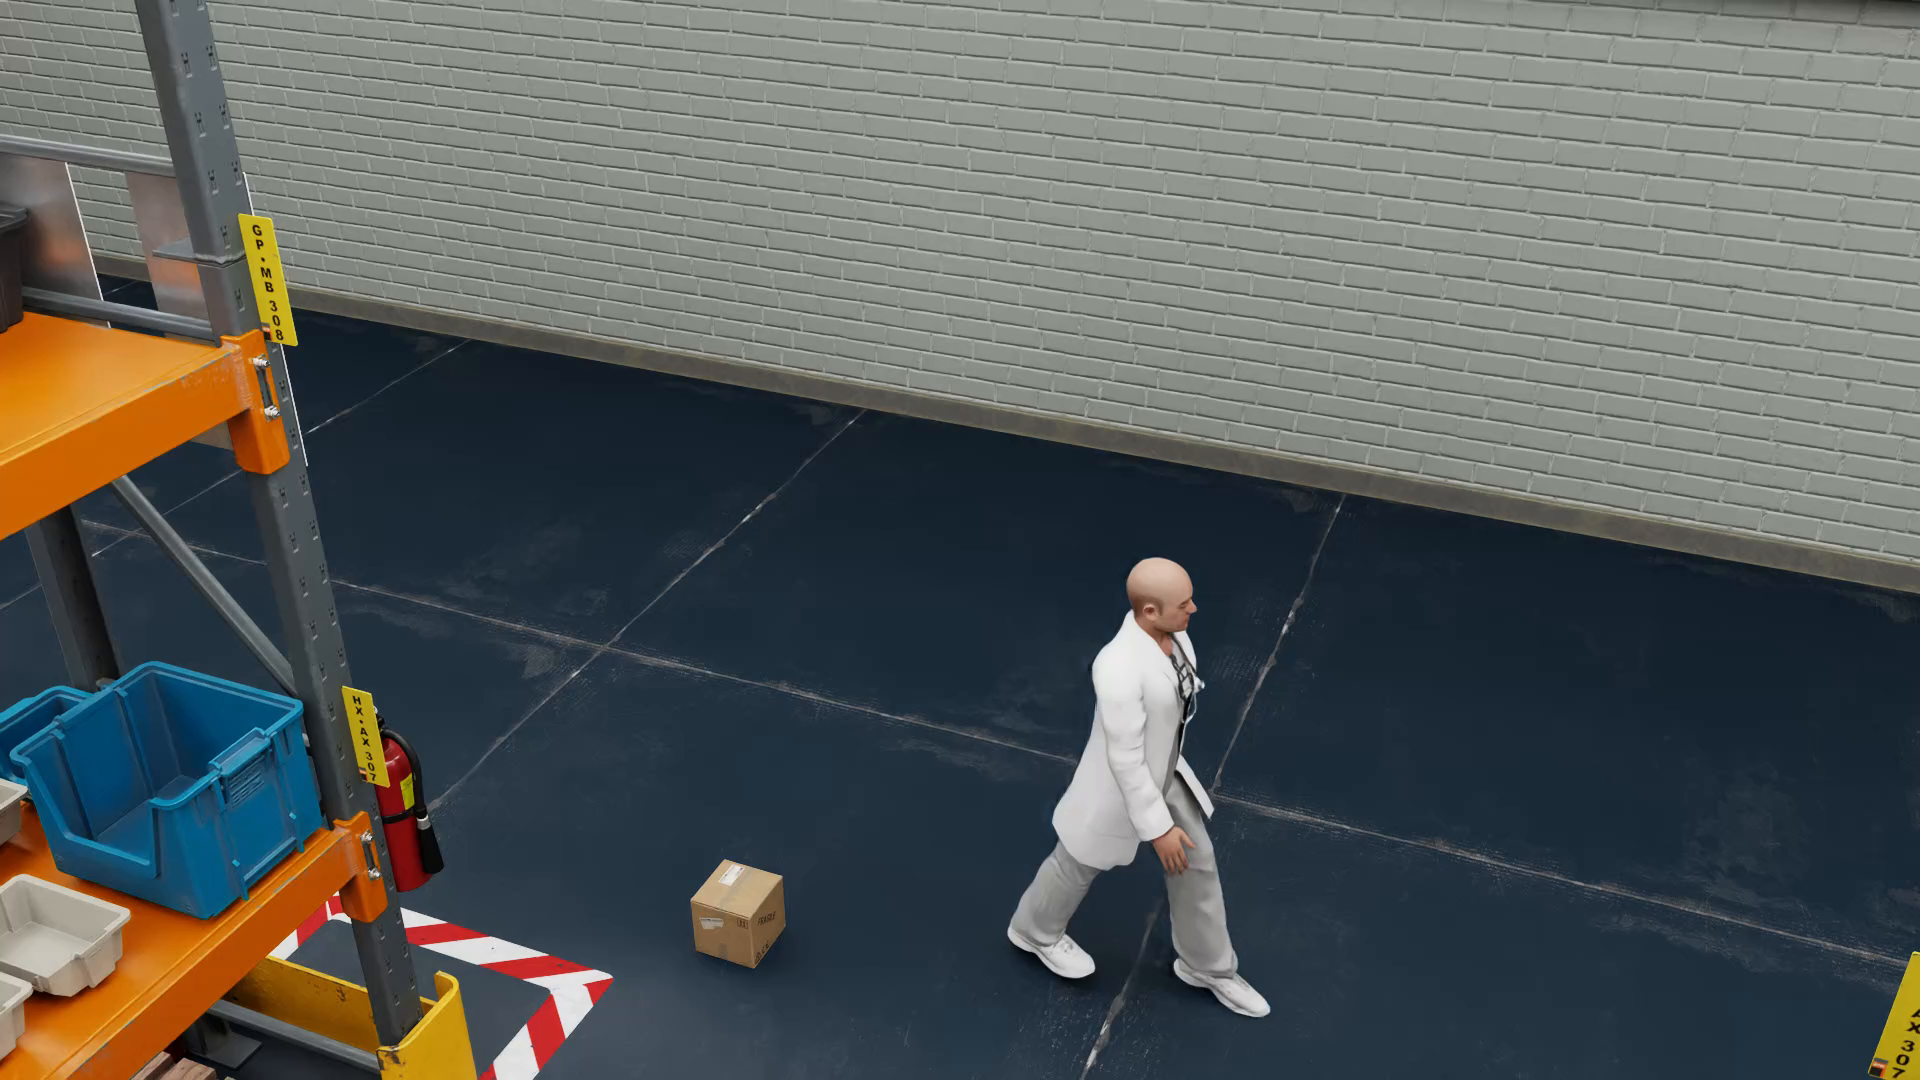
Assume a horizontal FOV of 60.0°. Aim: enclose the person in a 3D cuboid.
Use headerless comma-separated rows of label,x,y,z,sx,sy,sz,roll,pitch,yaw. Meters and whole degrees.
person,0.635,0.847,5.648,0.977,1.791,0.604,16,33,26
